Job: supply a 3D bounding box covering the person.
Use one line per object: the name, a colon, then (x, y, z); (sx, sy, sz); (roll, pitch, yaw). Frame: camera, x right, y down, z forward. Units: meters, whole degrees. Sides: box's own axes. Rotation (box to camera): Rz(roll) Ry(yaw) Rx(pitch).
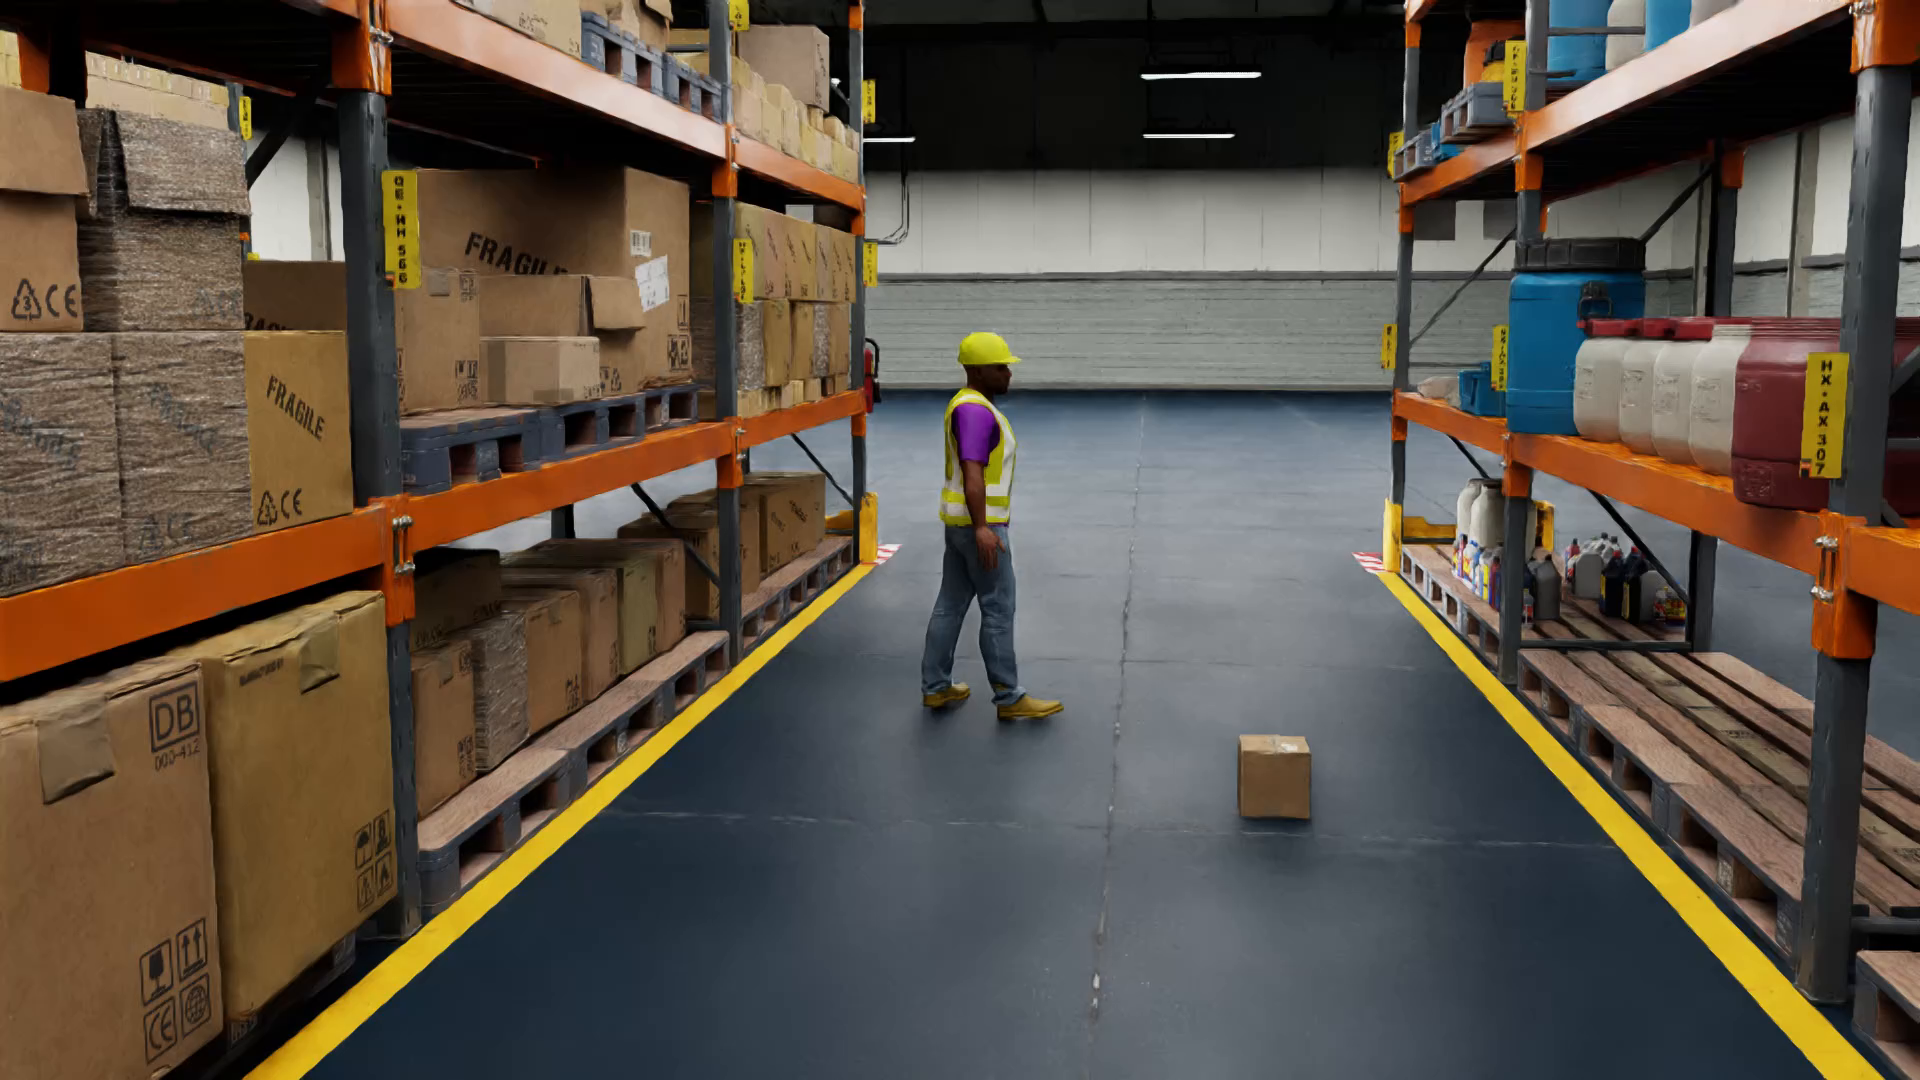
person: (0.141, -0.067, 7.637); (0.628, 1.766, 0.708); (-1, 8, -7)
